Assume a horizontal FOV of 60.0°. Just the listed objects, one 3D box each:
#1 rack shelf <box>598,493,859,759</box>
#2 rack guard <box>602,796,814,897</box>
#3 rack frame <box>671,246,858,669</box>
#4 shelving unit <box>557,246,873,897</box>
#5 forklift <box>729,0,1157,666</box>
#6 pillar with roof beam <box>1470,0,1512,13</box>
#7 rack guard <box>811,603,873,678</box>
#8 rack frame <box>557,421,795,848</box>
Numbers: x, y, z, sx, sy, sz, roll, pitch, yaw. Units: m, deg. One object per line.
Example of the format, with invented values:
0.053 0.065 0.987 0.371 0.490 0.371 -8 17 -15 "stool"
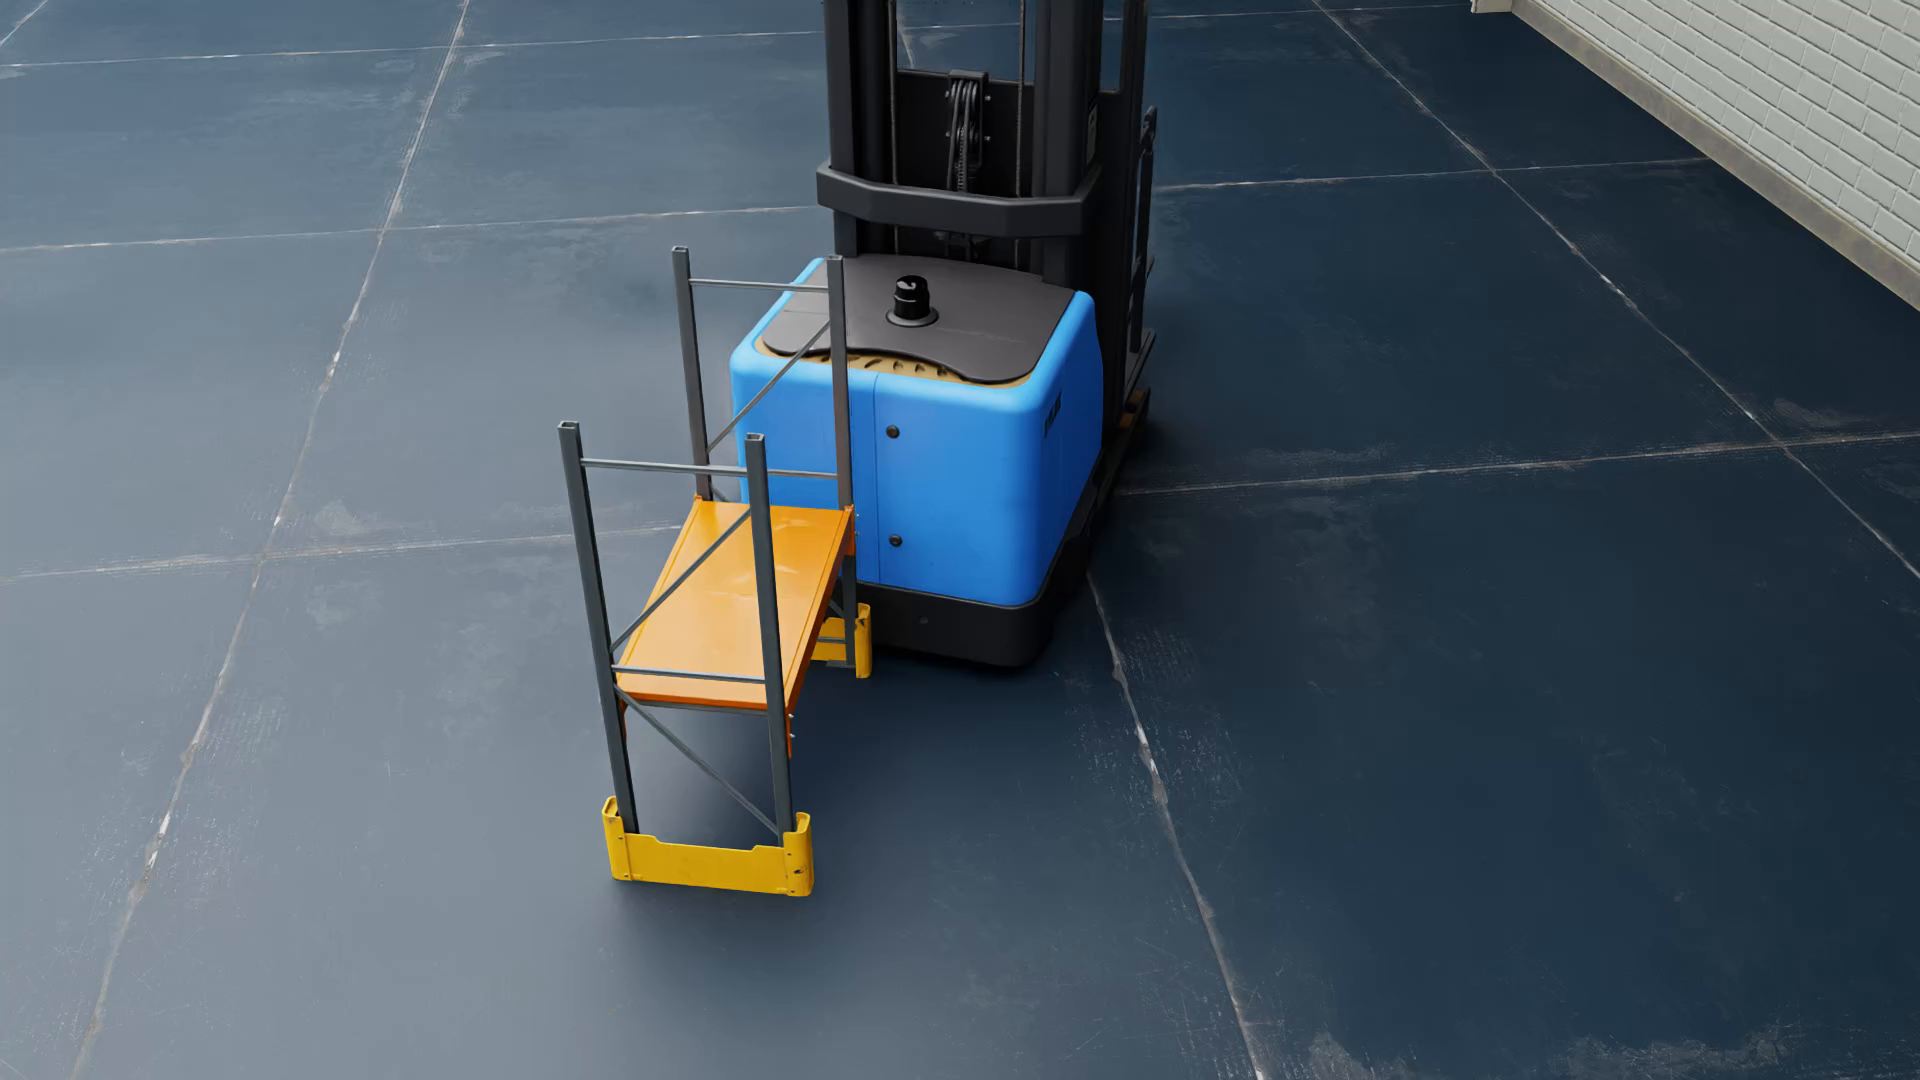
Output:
-0.651 0.223 4.910 0.538 0.185 1.000 4 34 6 "rack shelf"
-0.715 0.874 4.745 0.587 0.250 0.087 4 34 6 "rack guard"
-0.587 -0.209 5.225 0.500 1.500 0.032 4 34 6 "rack frame"
-0.652 0.080 4.801 0.587 1.500 1.083 4 34 6 "shelving unit"
0.162 -1.619 6.023 1.130 2.935 3.031 9 35 13 "forklift"
-0.530 -7.219 8.852 9.100 9.000 0.400 -4 35 -6 "pillar with roof beam"
-0.589 0.318 5.562 0.587 0.250 0.087 4 34 6 "rack guard"
-0.715 0.359 4.392 0.500 1.500 0.032 4 34 6 "rack frame"
